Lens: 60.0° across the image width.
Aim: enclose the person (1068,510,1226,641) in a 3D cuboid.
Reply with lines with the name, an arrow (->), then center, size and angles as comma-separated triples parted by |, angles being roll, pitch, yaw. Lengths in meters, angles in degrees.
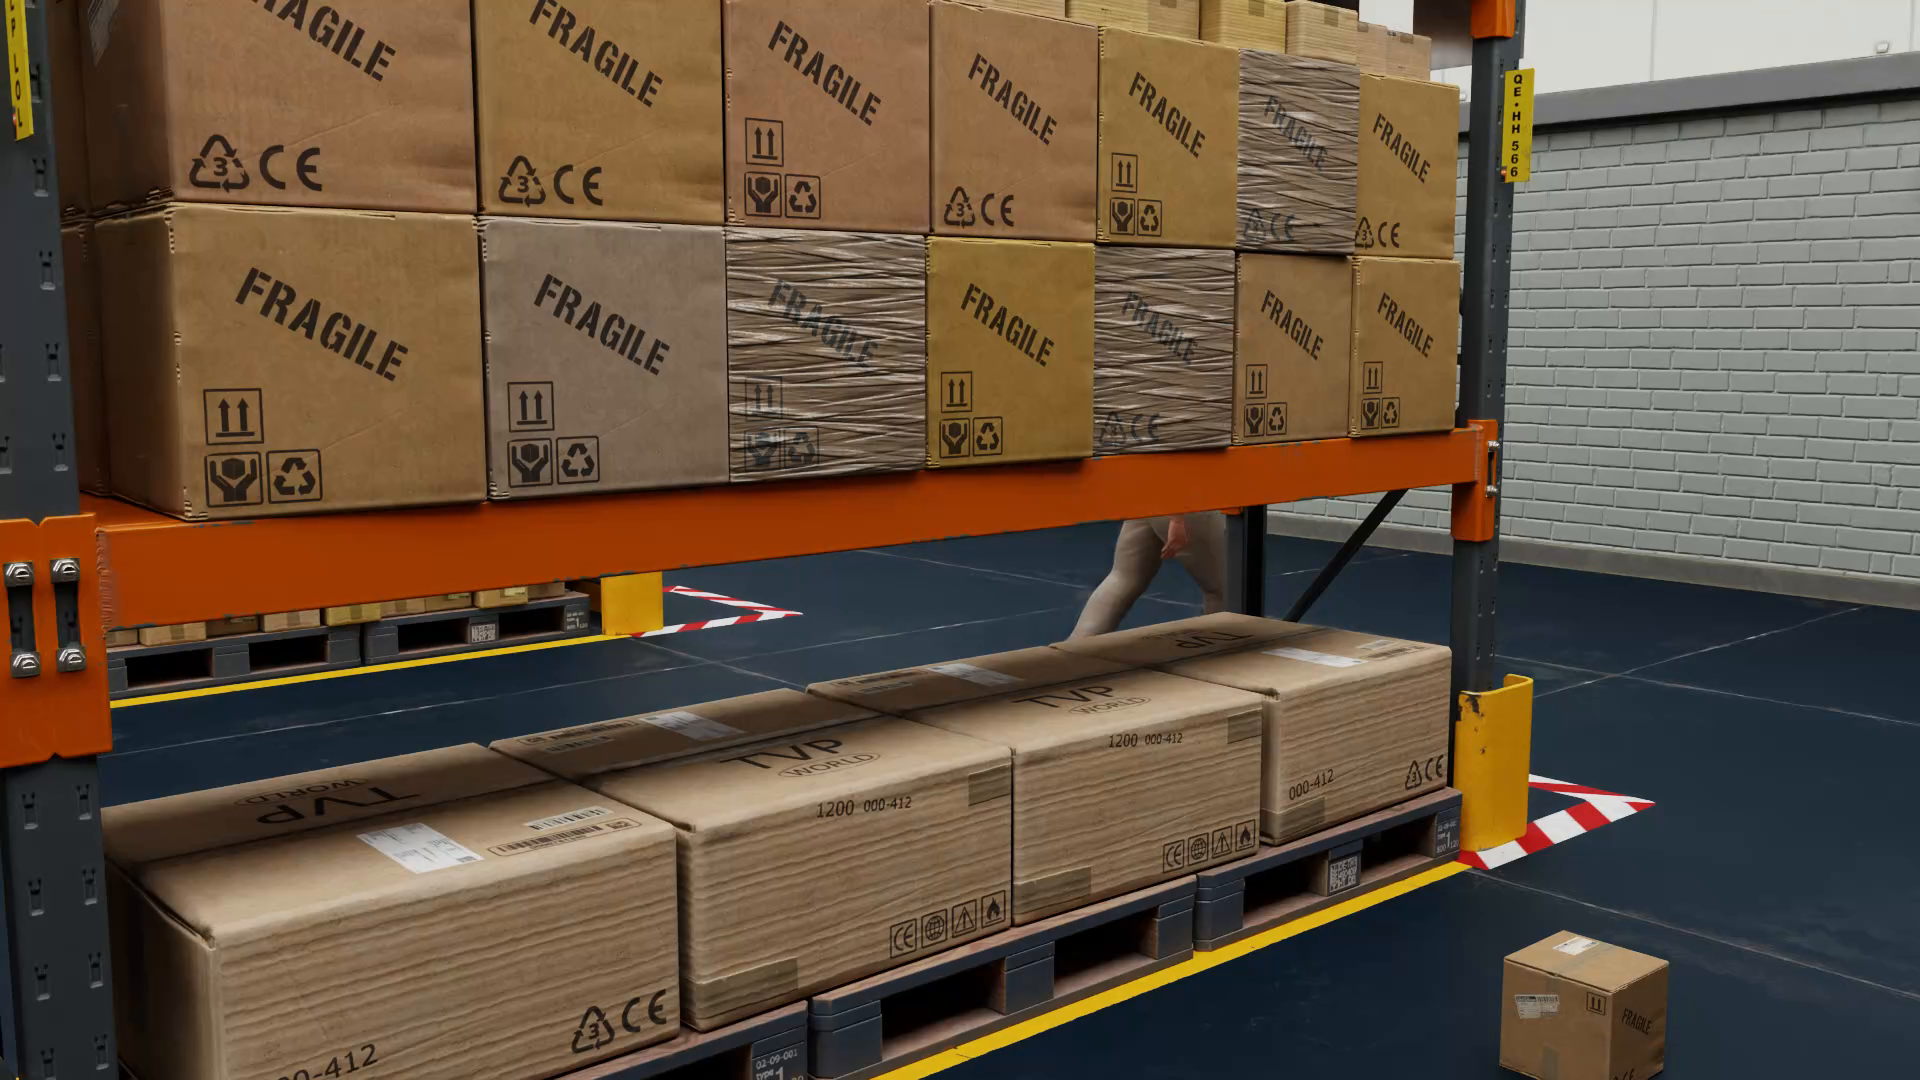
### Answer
person -> 0.956, -0.158, 7.128 | 1.056, 1.661, 0.620 | -3, 8, -22
